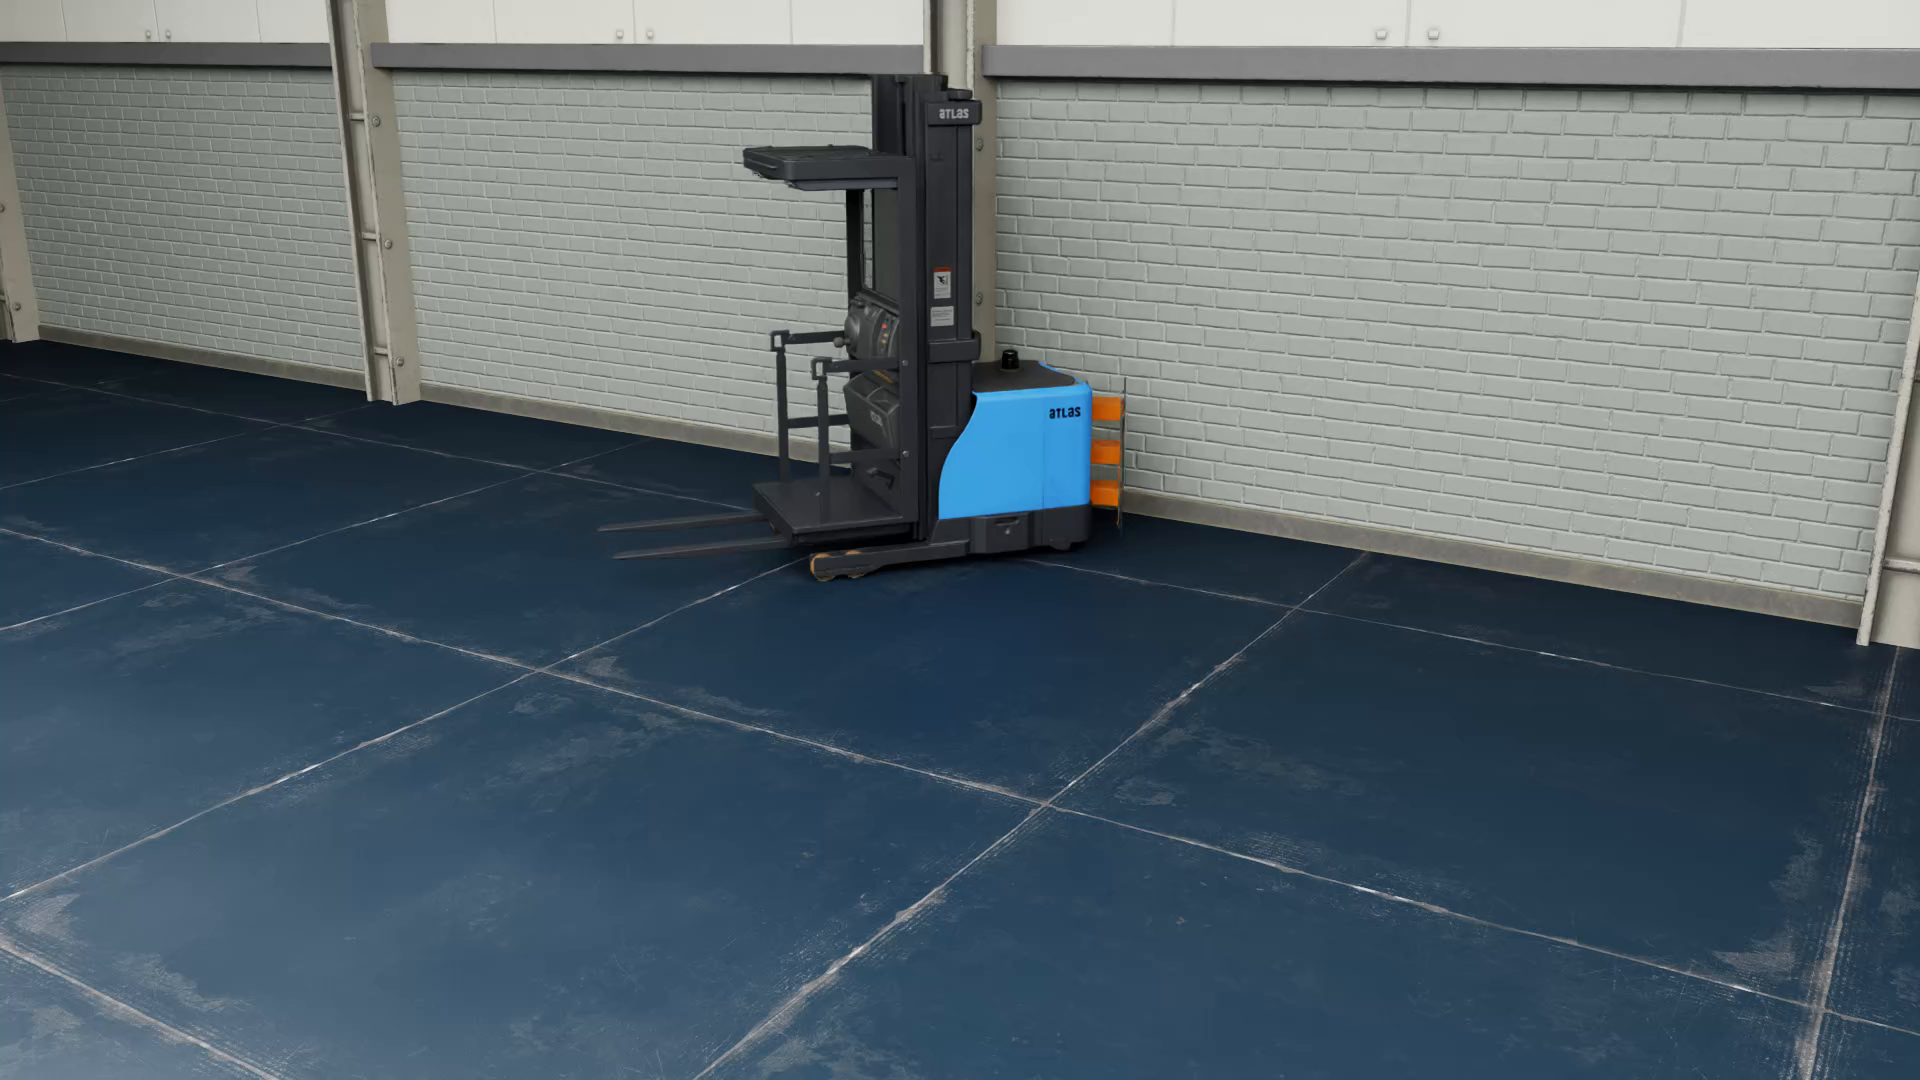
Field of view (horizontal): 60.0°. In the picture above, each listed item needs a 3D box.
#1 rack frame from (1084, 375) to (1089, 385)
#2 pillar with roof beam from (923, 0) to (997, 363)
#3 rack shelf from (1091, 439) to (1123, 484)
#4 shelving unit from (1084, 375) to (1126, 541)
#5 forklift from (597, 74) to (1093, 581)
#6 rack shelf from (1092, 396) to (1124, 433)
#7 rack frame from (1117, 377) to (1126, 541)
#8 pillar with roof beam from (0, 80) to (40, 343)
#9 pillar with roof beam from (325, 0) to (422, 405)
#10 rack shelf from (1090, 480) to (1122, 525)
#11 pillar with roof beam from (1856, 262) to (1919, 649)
[{"bbox_3d":[0.812,-0.540,10.851,0.008,1.050,0.200,3,17,11],"label":"rack frame"},{"bbox_3d":[-2.253,-3.596,7.237,0.400,9.000,9.100,10,20,30],"label":"pillar with roof beam"},{"bbox_3d":[0.931,-0.522,10.831,0.240,0.259,0.215,3,17,11],"label":"rack shelf"},{"bbox_3d":[0.931,-0.532,10.828,0.252,1.050,0.215,3,17,11],"label":"shelving unit"},{"bbox_3d":[-0.728,-1.325,10.201,3.031,2.935,1.130,-6,18,-19],"label":"forklift"},{"bbox_3d":[0.931,-0.794,10.748,0.240,0.259,0.215,3,17,11],"label":"rack shelf"},{"bbox_3d":[1.051,-0.525,10.804,0.008,1.050,0.200,3,17,11],"label":"rack frame"},{"bbox_3d":[-12.478,-5.421,13.246,0.400,9.000,9.100,10,20,30],"label":"pillar with roof beam"},{"bbox_3d":[-7.366,-4.509,10.241,0.400,9.000,9.100,10,20,30],"label":"pillar with roof beam"},{"bbox_3d":[0.931,-0.256,10.911,0.240,0.259,0.215,3,17,11],"label":"rack shelf"},{"bbox_3d":[2.860,-2.683,4.232,0.400,9.000,9.100,10,20,30],"label":"pillar with roof beam"}]
